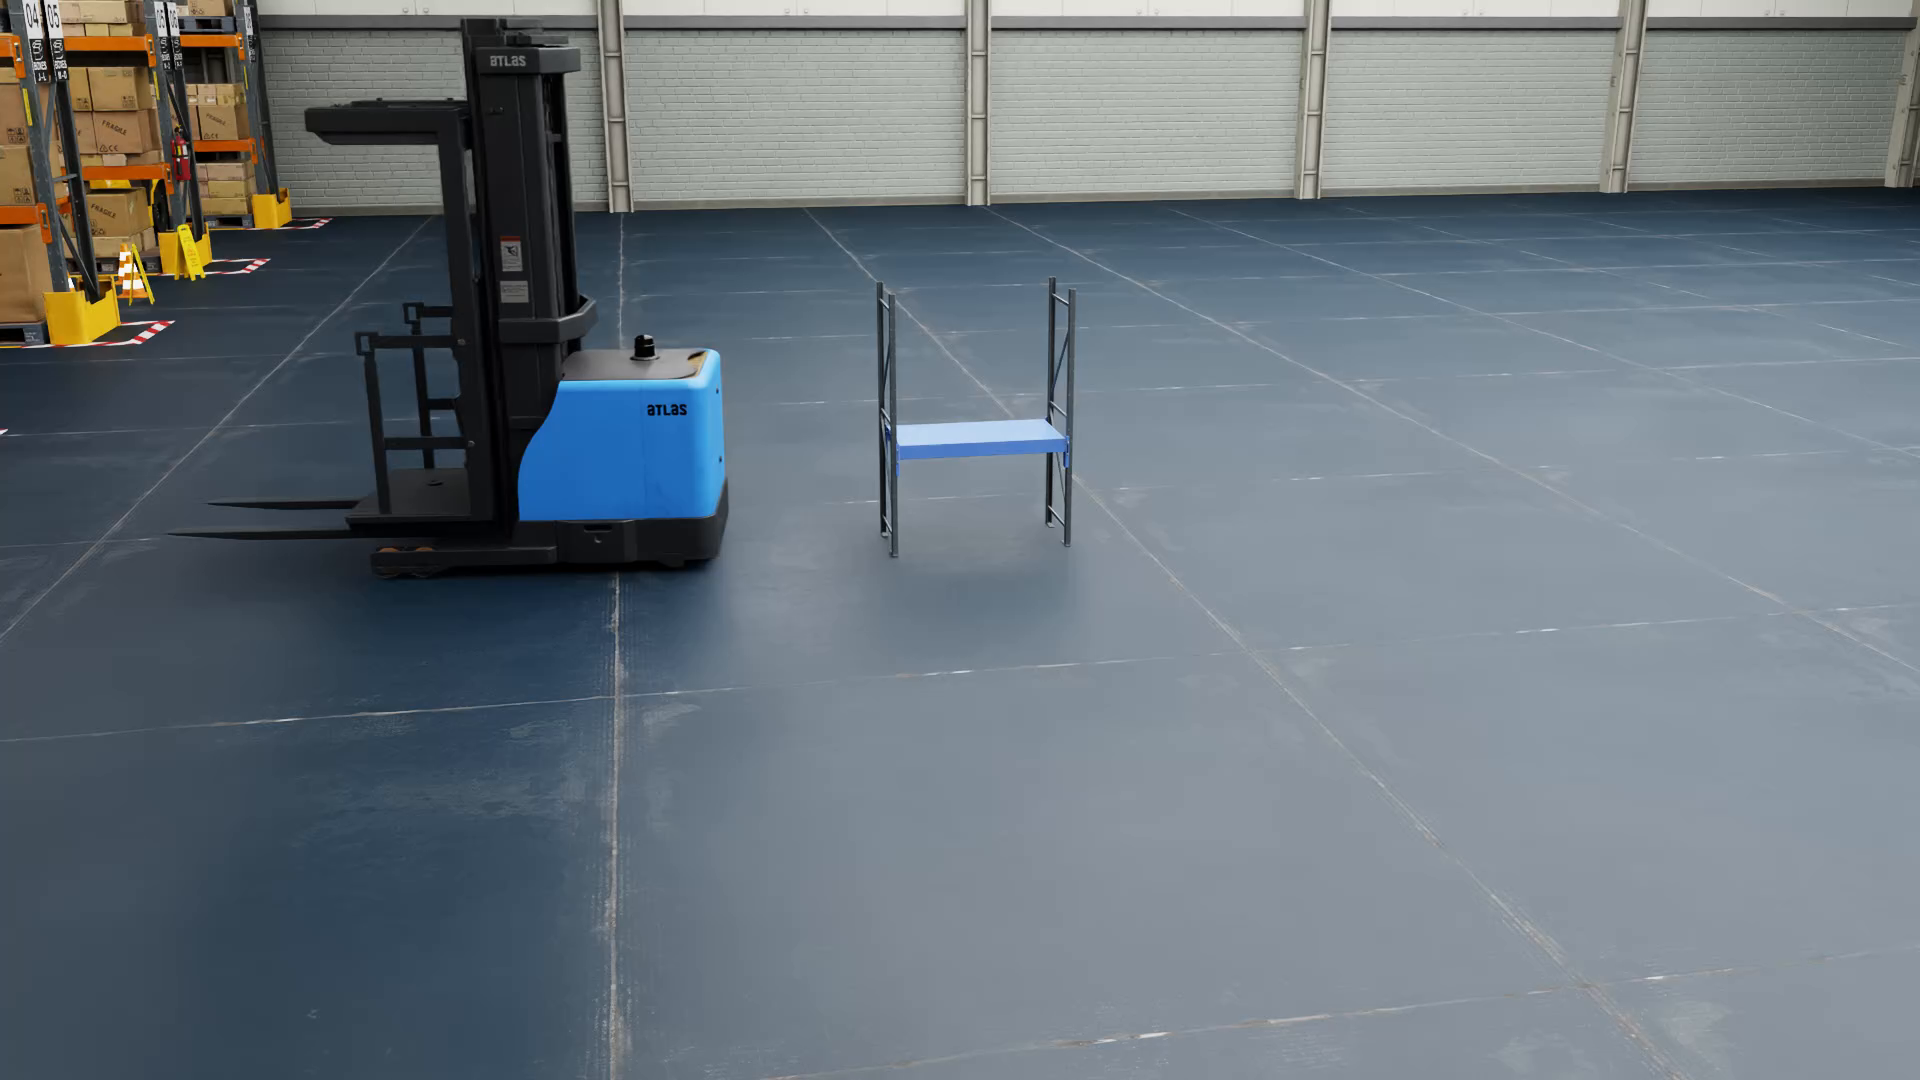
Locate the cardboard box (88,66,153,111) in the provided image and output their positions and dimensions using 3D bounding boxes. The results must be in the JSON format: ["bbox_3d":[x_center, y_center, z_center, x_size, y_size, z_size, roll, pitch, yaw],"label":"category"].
[{"bbox_3d":[-10.146,-5.462,20.105,0.500,0.500,0.700,-4,17,-12],"label":"cardboard box"}]

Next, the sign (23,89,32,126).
[{"bbox_3d":[-8.558,-3.973,15.264,0.005,0.325,0.100,-3,17,-10],"label":"sign"}]

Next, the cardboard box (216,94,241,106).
[{"bbox_3d":[-10.919,-6.574,24.830,0.250,0.149,0.380,-3,17,-10],"label":"cardboard box"}]

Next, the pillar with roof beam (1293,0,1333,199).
[{"bbox_3d":[7.004,-9.166,24.328,0.400,9.000,9.100,-3,17,-10],"label":"pillar with roof beam"}]

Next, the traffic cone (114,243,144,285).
[{"bbox_3d":[-9.863,-3.277,19.691,0.334,0.463,0.336,-3,17,-10],"label":"traffic cone"}]

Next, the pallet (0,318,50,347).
[{"bbox_3d":[-9.418,-2.064,16.171,1.213,0.211,1.003,-3,17,-10],"label":"pallet"}]

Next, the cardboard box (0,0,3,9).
[{"bbox_3d":[-8.910,-4.910,15.122,0.250,0.149,0.380,-3,17,-11],"label":"cardboard box"}]

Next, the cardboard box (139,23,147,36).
[{"bbox_3d":[-10.073,-6.274,20.449,0.250,0.149,0.380,-3,17,-10],"label":"cardboard box"}]

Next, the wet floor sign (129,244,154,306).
[{"bbox_3d":[-8.995,-2.911,18.189,0.232,0.644,0.267,-6,18,-20],"label":"wet floor sign"}]

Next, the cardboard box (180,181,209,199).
[{"bbox_3d":[-11.544,-5.299,25.072,0.500,0.250,0.500,-3,17,-11],"label":"cardboard box"}]

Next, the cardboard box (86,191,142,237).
[{"bbox_3d":[-10.423,-4.010,20.450,0.500,0.500,0.500,-3,17,-10],"label":"cardboard box"}]

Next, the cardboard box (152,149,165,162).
[{"bbox_3d":[-10.059,-4.806,20.777,0.250,0.149,0.380,-3,17,-10],"label":"cardboard box"}]

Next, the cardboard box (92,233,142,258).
[{"bbox_3d":[-10.452,-3.648,20.546,0.500,0.250,0.500,-3,17,-11],"label":"cardboard box"}]

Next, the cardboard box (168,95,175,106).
[{"bbox_3d":[-11.676,-6.543,24.732,0.250,0.149,0.380,-3,17,-11],"label":"cardboard box"}]

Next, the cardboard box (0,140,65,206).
[{"bbox_3d":[-9.003,-3.502,15.848,0.550,0.550,0.875,-3,17,-10],"label":"cardboard box"}]

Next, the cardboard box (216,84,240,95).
[{"bbox_3d":[-10.943,-6.735,24.849,0.250,0.149,0.380,-3,17,-10],"label":"cardboard box"}]

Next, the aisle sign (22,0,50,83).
[{"bbox_3d":[-8.521,-4.624,15.330,0.004,0.787,0.394,-3,17,-10],"label":"aisle sign"}]

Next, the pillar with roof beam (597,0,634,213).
[{"bbox_3d":[-4.778,-8.498,22.152,0.400,9.000,9.100,-3,17,-10],"label":"pillar with roof beam"}]

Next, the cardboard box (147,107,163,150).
[{"bbox_3d":[-10.204,-5.129,20.724,0.500,0.500,0.500,-4,17,-11],"label":"cardboard box"}]

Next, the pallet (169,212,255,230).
[{"bbox_3d":[-11.374,-4.928,25.497,1.213,0.211,1.003,-3,17,-10],"label":"pallet"}]

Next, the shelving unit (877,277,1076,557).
[{"bbox_3d":[0.084,-0.722,9.607,1.048,1.500,0.538,-3,17,-10],"label":"shelving unit"}]

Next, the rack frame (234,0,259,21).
[{"bbox_3d":[-10.631,-9.184,24.385,0.127,3.000,1.000,-3,17,-10],"label":"rack frame"}]

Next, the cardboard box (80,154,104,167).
[{"bbox_3d":[-10.496,-4.628,20.200,0.250,0.149,0.380,-4,17,-11],"label":"cardboard box"}]

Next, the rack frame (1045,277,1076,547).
[{"bbox_3d":[0.583,-0.750,9.699,0.032,1.500,0.500,-3,17,-10],"label":"rack frame"}]

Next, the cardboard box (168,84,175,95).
[{"bbox_3d":[-11.690,-6.698,24.727,0.250,0.149,0.380,-3,17,-10],"label":"cardboard box"}]

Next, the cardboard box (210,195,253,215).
[{"bbox_3d":[-11.033,-5.085,25.226,0.500,0.250,0.500,-3,17,-10],"label":"cardboard box"}]

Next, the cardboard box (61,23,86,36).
[{"bbox_3d":[-10.489,-6.070,19.785,0.250,0.149,0.380,-3,17,-9],"label":"cardboard box"}]

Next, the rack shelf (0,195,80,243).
[{"bbox_3d":[-10.611,-3.008,15.723,4.000,0.370,1.077,-3,17,-10],"label":"rack shelf"}]

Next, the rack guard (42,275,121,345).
[{"bbox_3d":[-8.624,-2.270,16.352,0.348,0.500,1.175,-3,17,-10],"label":"rack guard"}]

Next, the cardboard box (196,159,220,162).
[{"bbox_3d":[-11.629,-5.679,25.458,0.500,0.250,0.500,-3,17,-10],"label":"cardboard box"}]

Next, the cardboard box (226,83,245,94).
[{"bbox_3d":[-11.002,-6.859,25.252,0.250,0.149,0.380,-4,17,-12],"label":"cardboard box"}]

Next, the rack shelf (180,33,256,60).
[{"bbox_3d":[-12.595,-7.294,24.568,4.000,0.370,1.077,-3,17,-10],"label":"rack shelf"}]

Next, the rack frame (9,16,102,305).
[{"bbox_3d":[-8.648,-3.464,15.980,0.127,3.000,1.000,-3,17,-10],"label":"rack frame"}]

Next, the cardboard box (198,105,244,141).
[{"bbox_3d":[-11.065,-6.260,24.915,0.500,0.500,0.500,-4,17,-12],"label":"cardboard box"}]

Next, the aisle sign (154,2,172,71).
[{"bbox_3d":[-9.570,-6.048,19.965,0.004,0.787,0.394,-3,17,-10],"label":"aisle sign"}]

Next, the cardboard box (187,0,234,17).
[{"bbox_3d":[-11.020,-7.951,24.425,0.500,0.500,0.500,-3,17,-9],"label":"cardboard box"}]

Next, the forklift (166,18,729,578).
[{"bbox_3d":[-2.892,-1.351,9.218,3.031,2.935,1.130,-1,17,-3],"label":"forklift"}]

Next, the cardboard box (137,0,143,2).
[{"bbox_3d":[-10.074,-6.619,20.214,0.250,0.149,0.380,-3,17,-11],"label":"cardboard box"}]

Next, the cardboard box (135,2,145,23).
[{"bbox_3d":[-10.230,-6.438,20.305,0.500,0.250,0.500,-4,17,-11],"label":"cardboard box"}]
